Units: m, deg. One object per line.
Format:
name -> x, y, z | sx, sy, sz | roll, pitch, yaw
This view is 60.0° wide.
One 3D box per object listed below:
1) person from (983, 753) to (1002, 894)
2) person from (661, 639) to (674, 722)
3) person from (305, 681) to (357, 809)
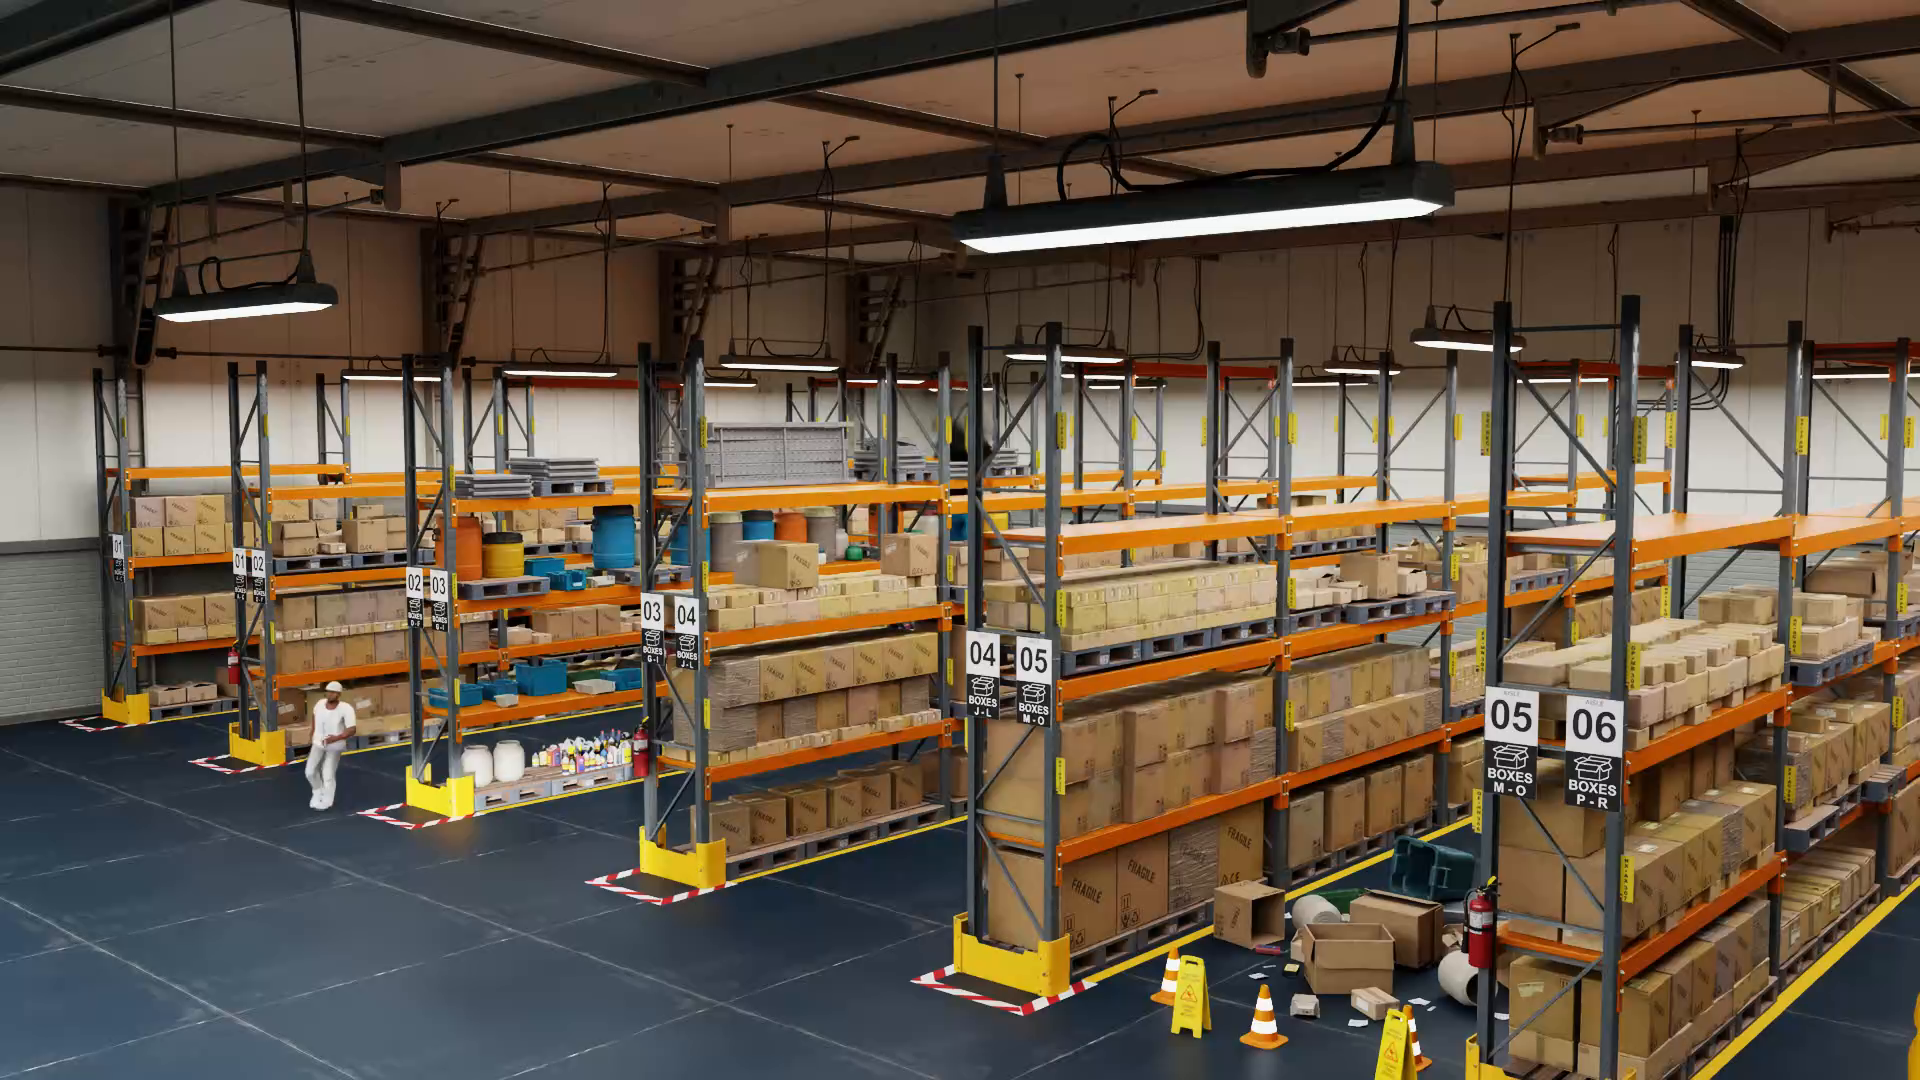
person -> 0.330, 3.041, 17.988 | 0.505, 1.597, 0.667 | 2, 5, 29
person -> -4.844, 2.313, 27.263 | 0.618, 1.664, 0.890 | 3, 5, 31
person -> -8.248, 2.699, 21.789 | 0.717, 1.719, 0.575 | 0, 4, 6
